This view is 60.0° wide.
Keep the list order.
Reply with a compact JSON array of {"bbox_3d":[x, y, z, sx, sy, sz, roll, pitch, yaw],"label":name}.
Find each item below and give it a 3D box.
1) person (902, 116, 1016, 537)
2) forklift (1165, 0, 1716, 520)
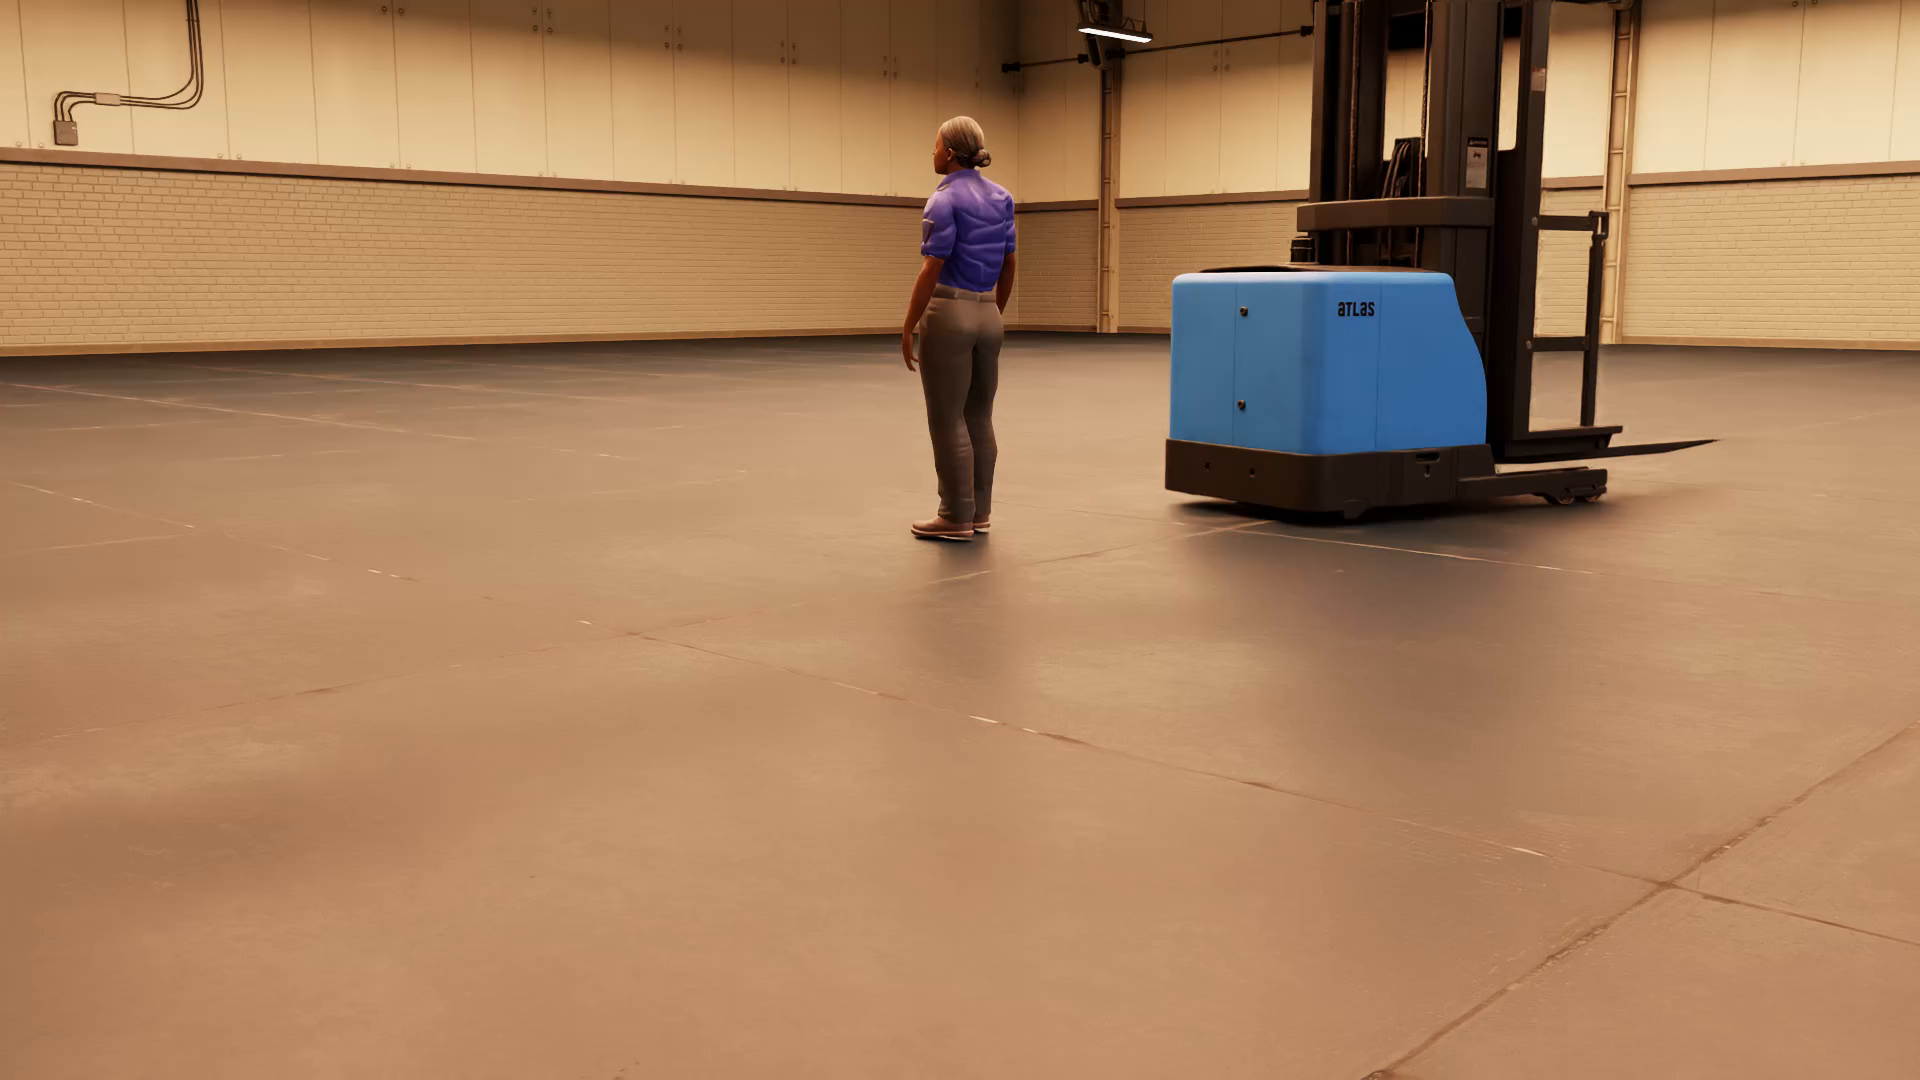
[{"bbox_3d":[-0.049,-0.836,6.668,0.504,1.654,0.569,8,12,43],"label":"person"},{"bbox_3d":[2.489,-1.675,7.998,3.031,2.935,1.130,-5,10,-31],"label":"forklift"}]
